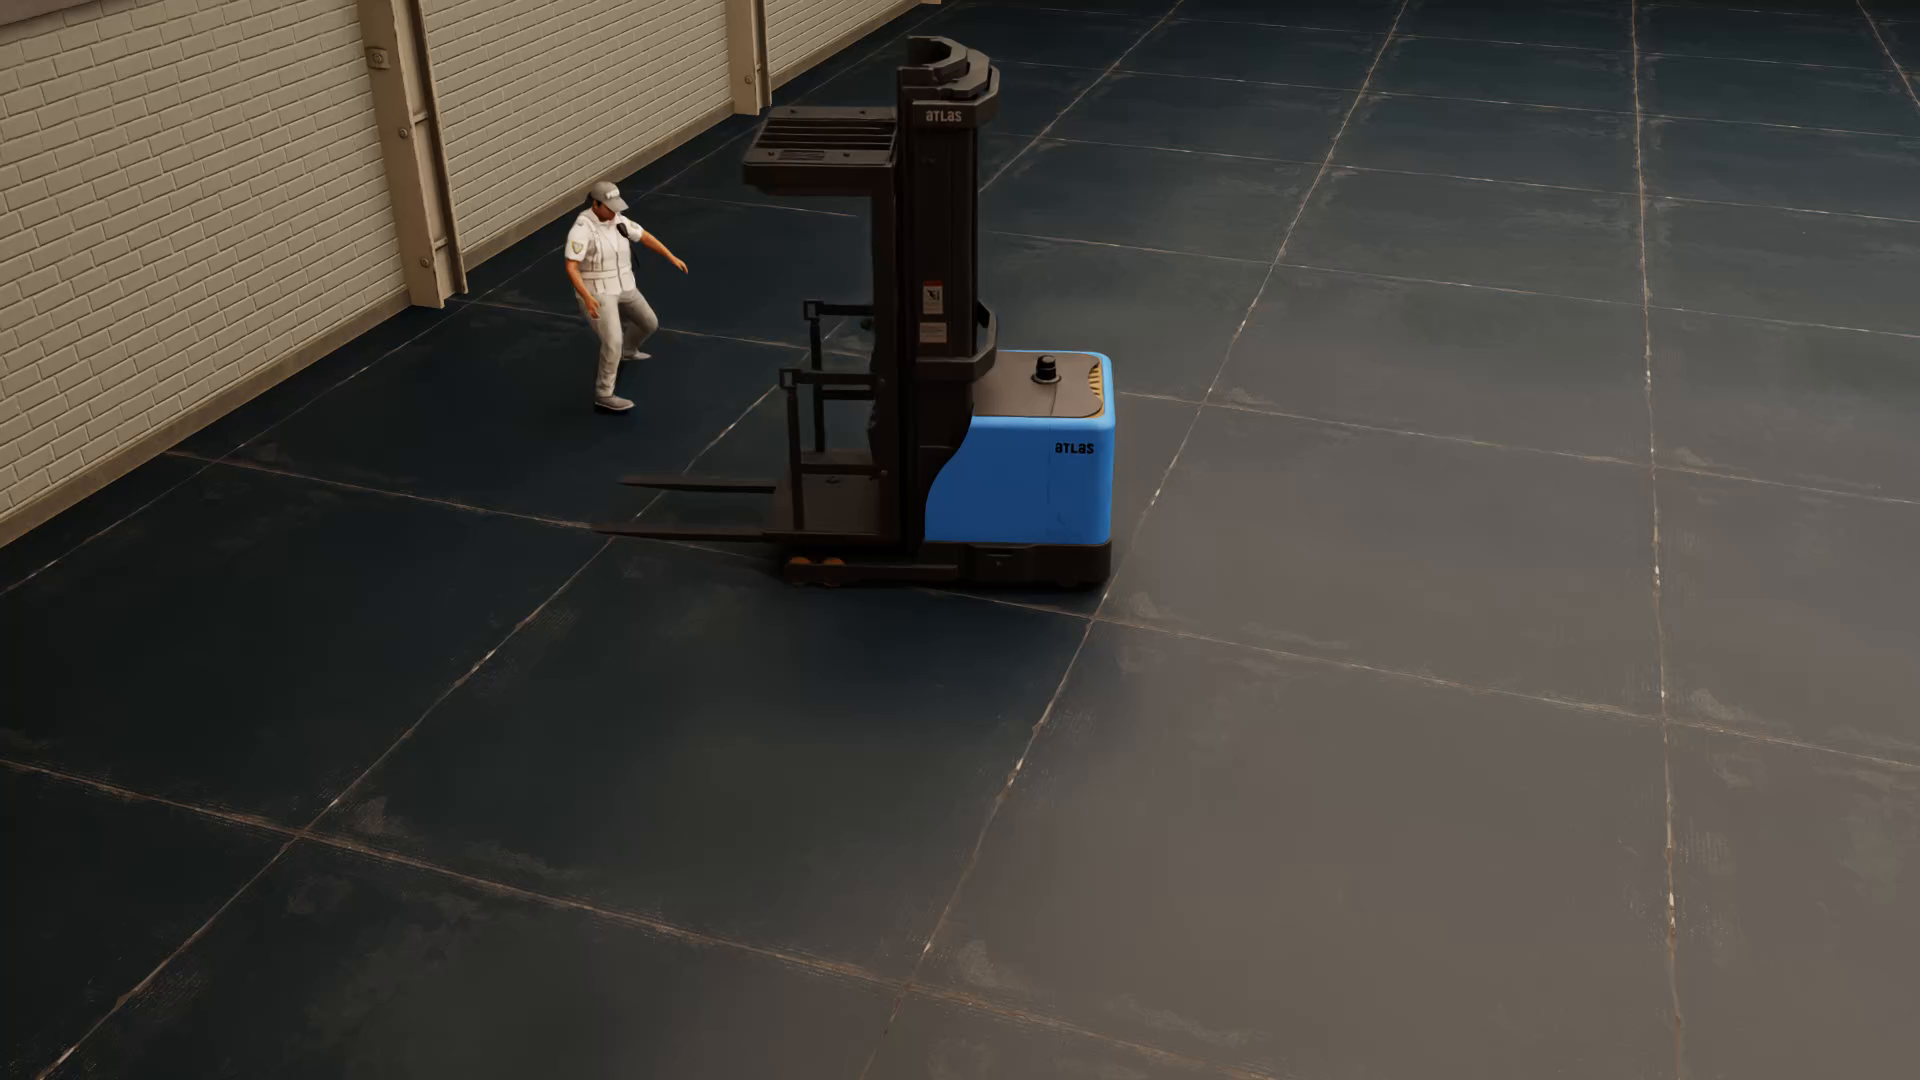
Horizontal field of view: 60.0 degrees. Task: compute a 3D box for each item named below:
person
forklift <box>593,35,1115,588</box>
[{"bbox_3d":[-2.408,-1.775,11.739,0.823,1.535,0.939,20,35,31],"label":"person"},{"bbox_3d":[-0.627,-1.263,9.352,3.031,2.935,1.130,1,30,2],"label":"forklift"}]
